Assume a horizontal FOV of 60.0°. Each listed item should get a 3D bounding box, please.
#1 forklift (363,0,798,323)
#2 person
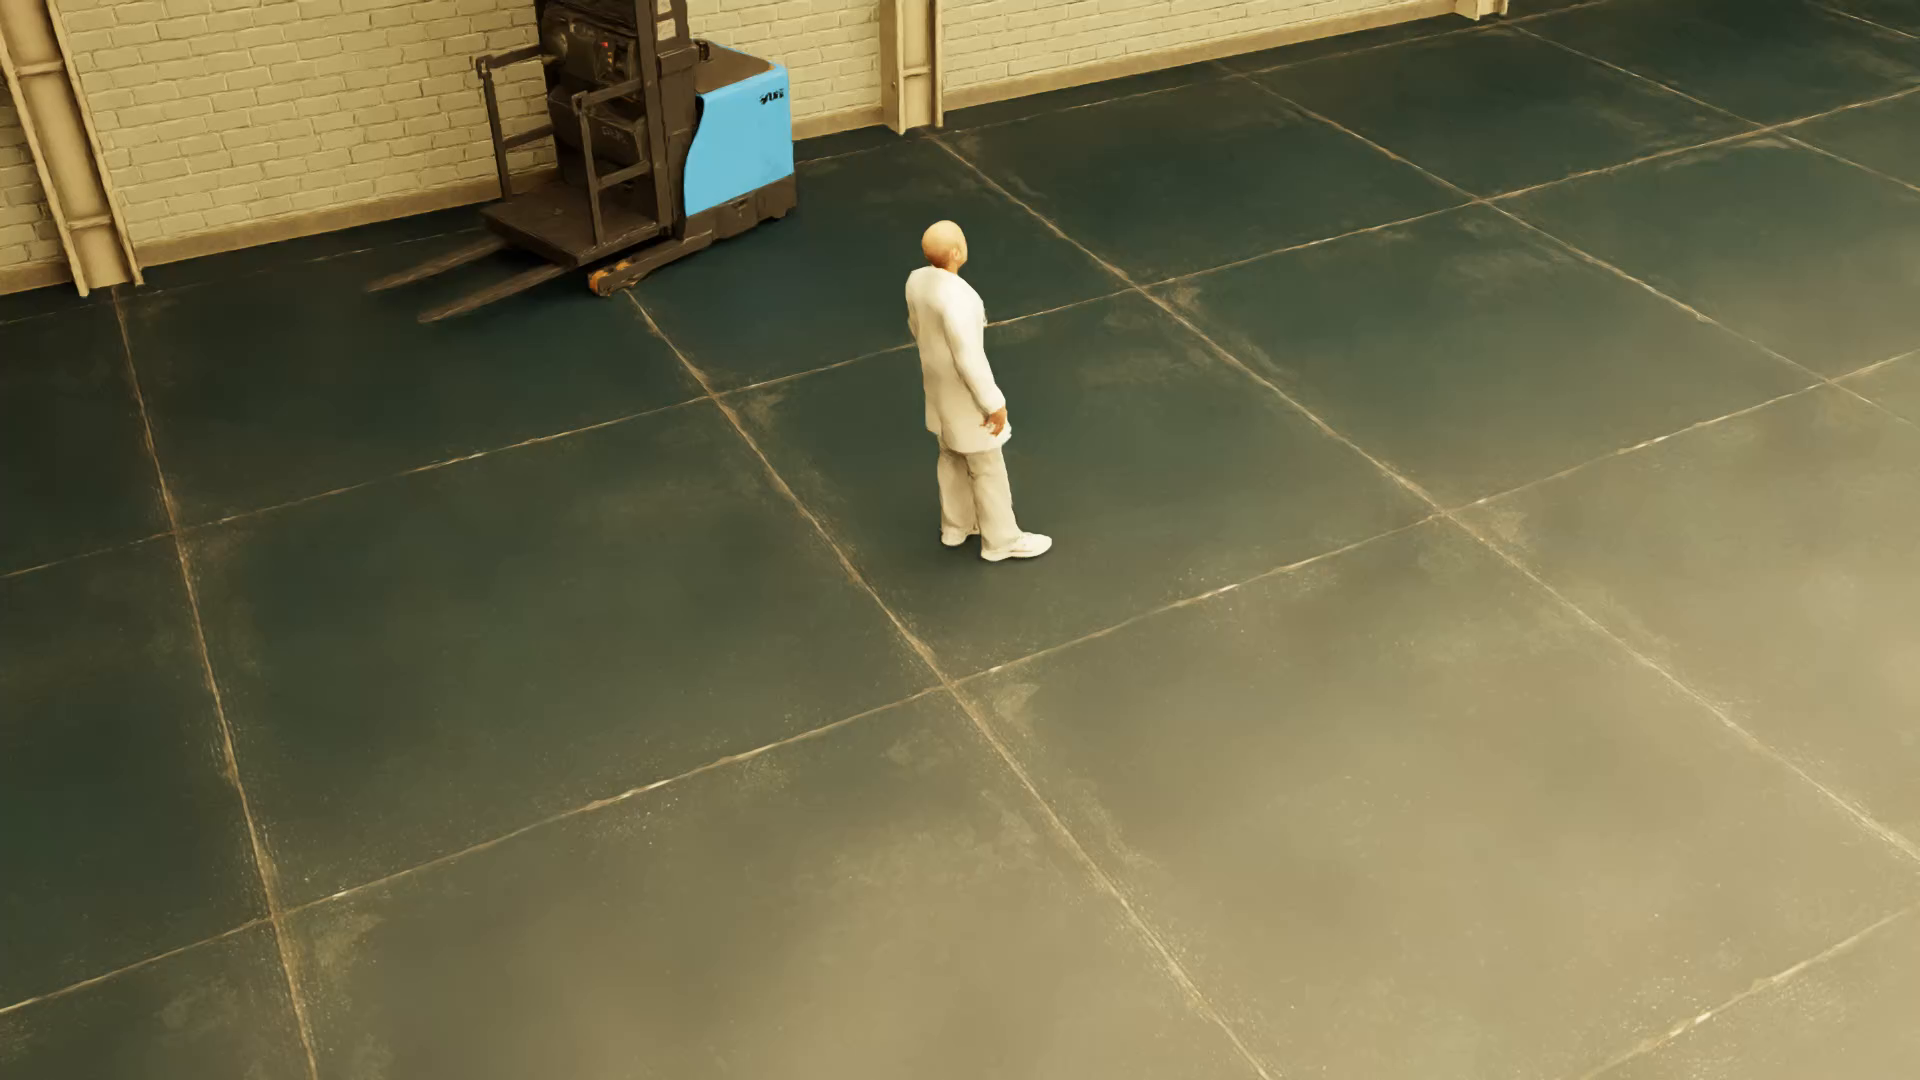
[{"bbox_3d":[-2.523,-3.123,10.541,1.130,2.935,3.031,27,44,33],"label":"forklift"},{"bbox_3d":[0.082,-0.754,8.177,0.579,1.776,0.694,-17,39,-23],"label":"person"}]
